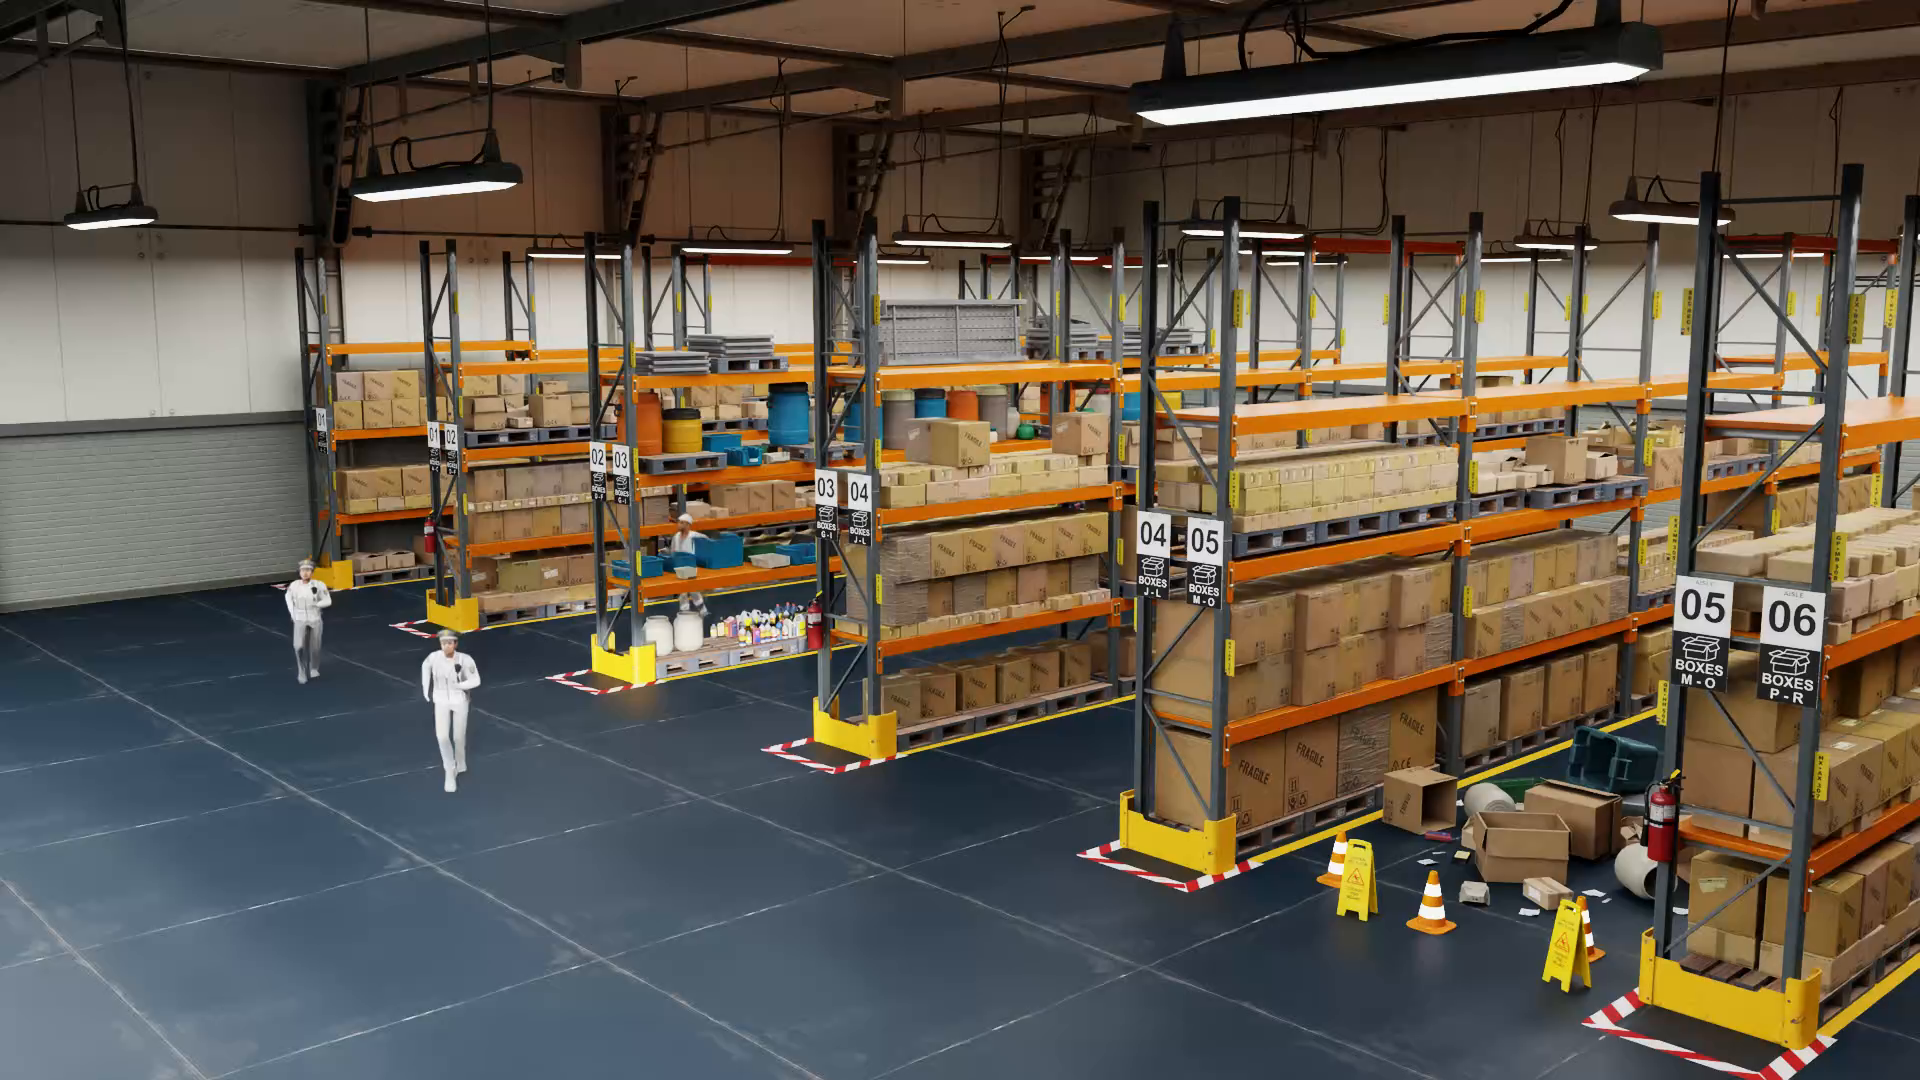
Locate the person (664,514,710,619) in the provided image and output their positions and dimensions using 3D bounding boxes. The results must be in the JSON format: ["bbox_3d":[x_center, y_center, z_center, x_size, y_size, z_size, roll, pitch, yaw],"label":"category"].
[{"bbox_3d":[-4.167,0.498,25.757,0.671,1.827,0.918,6,11,37],"label":"person"}]

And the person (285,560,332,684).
[{"bbox_3d":[-8.704,1.088,22.237,0.601,1.668,0.691,-2,9,-15],"label":"person"}]

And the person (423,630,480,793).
[{"bbox_3d":[-5.399,1.762,17.689,0.636,1.729,0.830,-1,8,-7],"label":"person"}]
